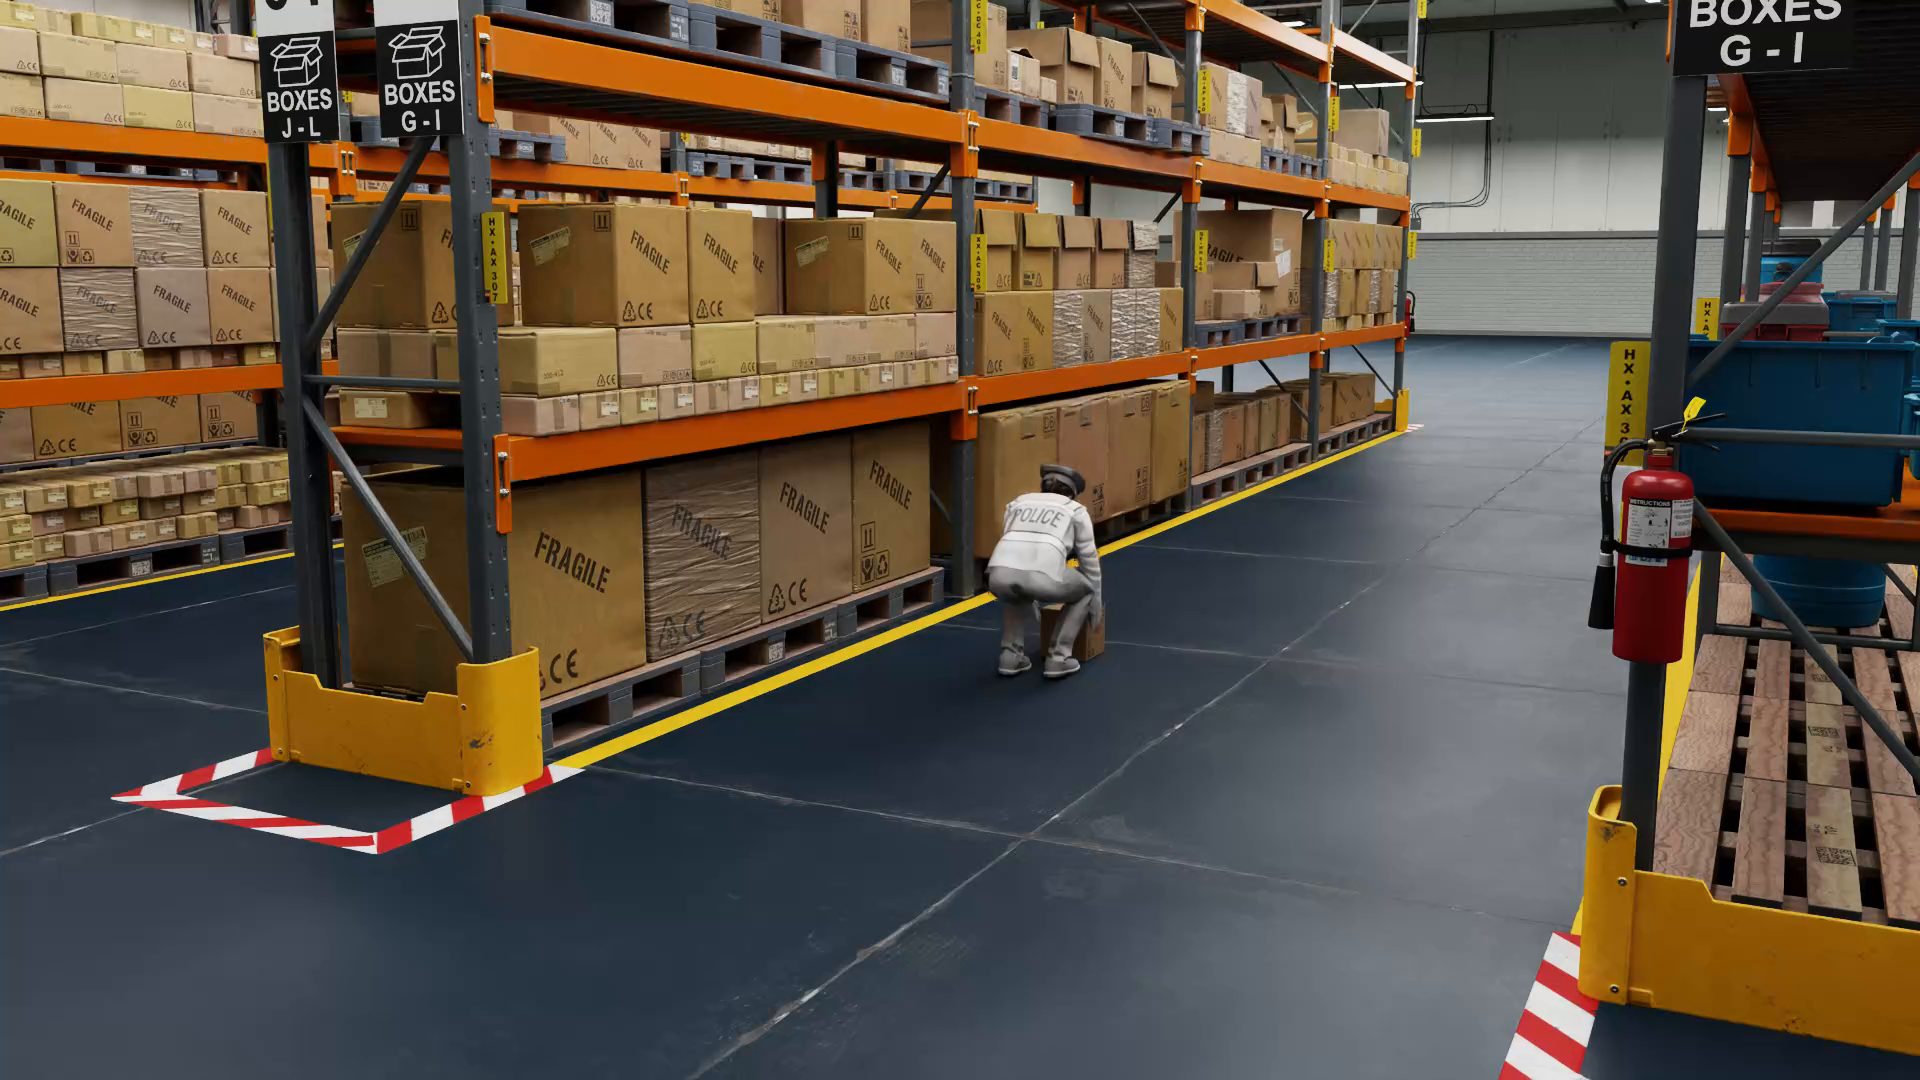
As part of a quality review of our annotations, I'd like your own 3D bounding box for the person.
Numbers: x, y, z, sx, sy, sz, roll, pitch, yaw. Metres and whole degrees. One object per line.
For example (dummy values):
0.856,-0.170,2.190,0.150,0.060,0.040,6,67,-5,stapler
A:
0.396,0.148,8.106,0.489,0.984,0.845,4,10,26,person
